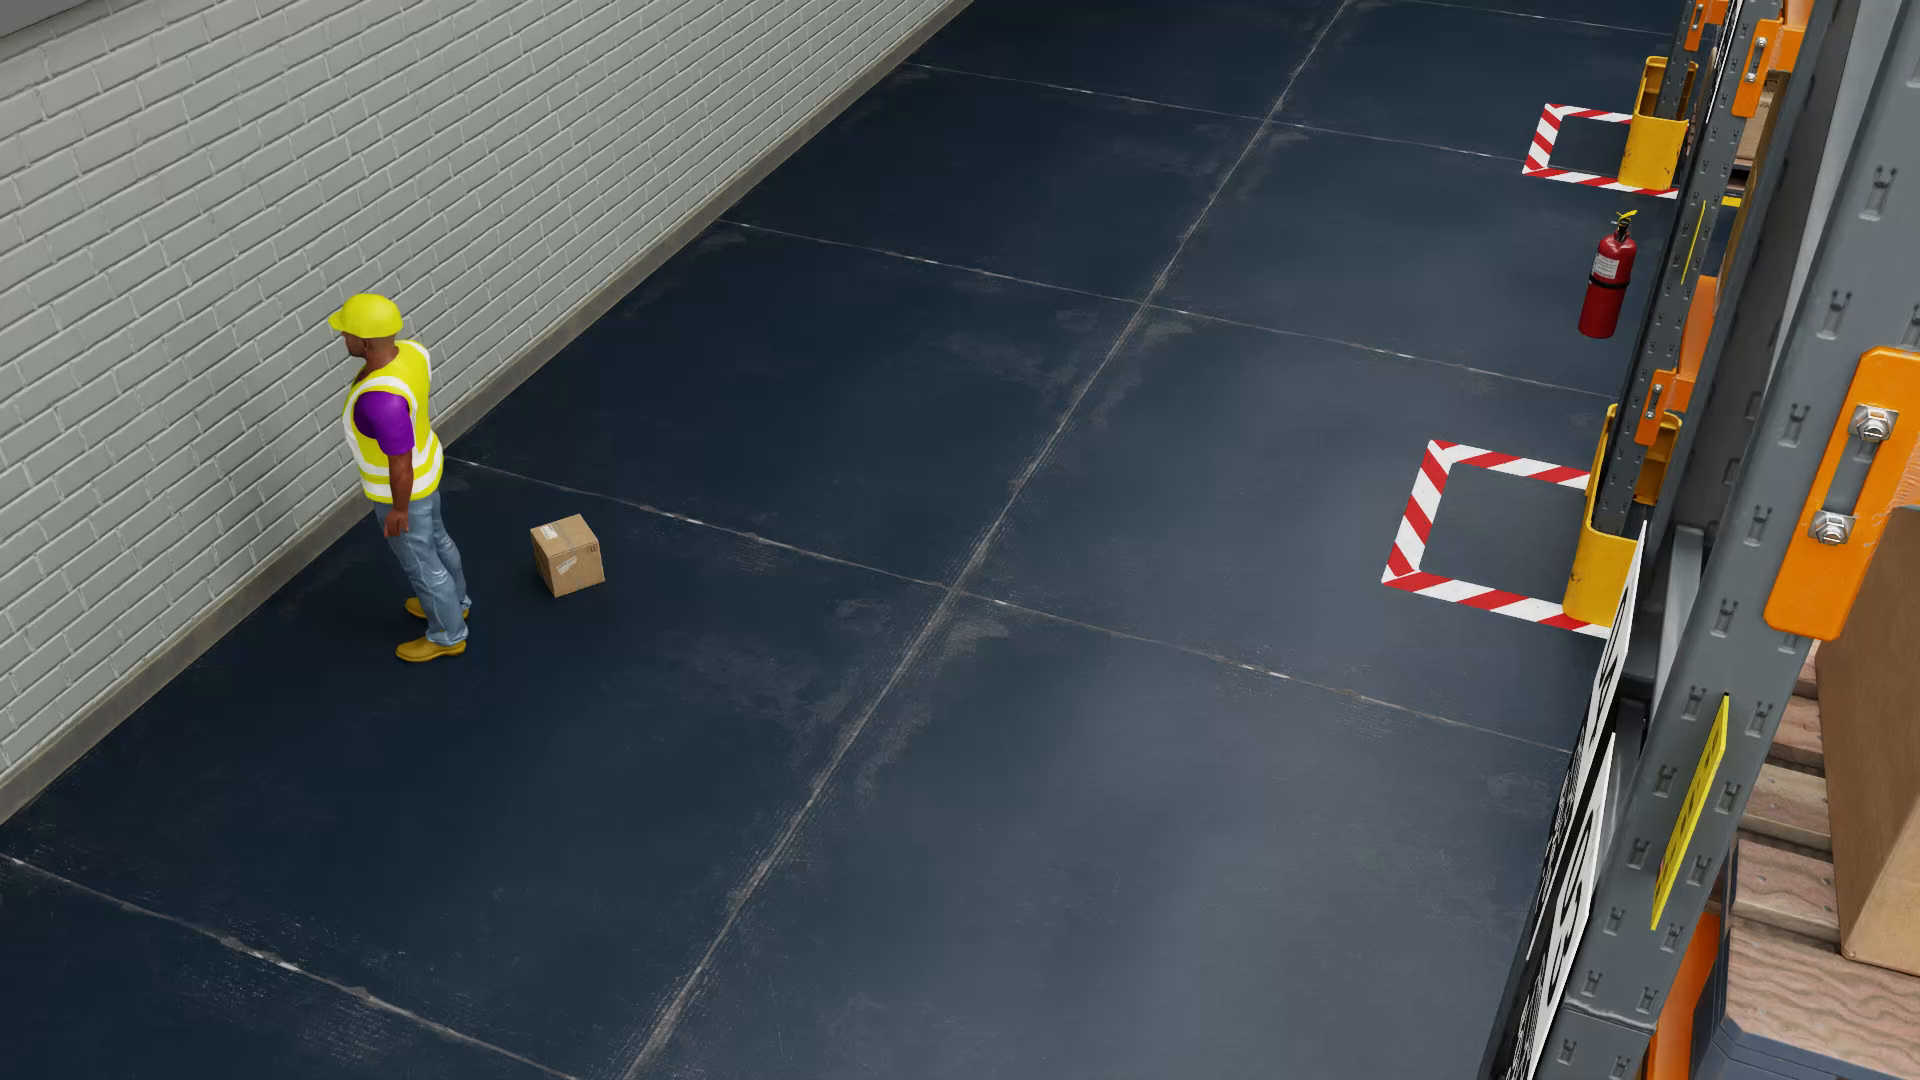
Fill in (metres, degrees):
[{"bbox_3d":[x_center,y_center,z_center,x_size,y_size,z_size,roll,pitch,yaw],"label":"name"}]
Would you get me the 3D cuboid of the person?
[{"bbox_3d":[-2.399,-0.264,7.143,0.377,1.772,0.564,-3,37,-4],"label":"person"}]
